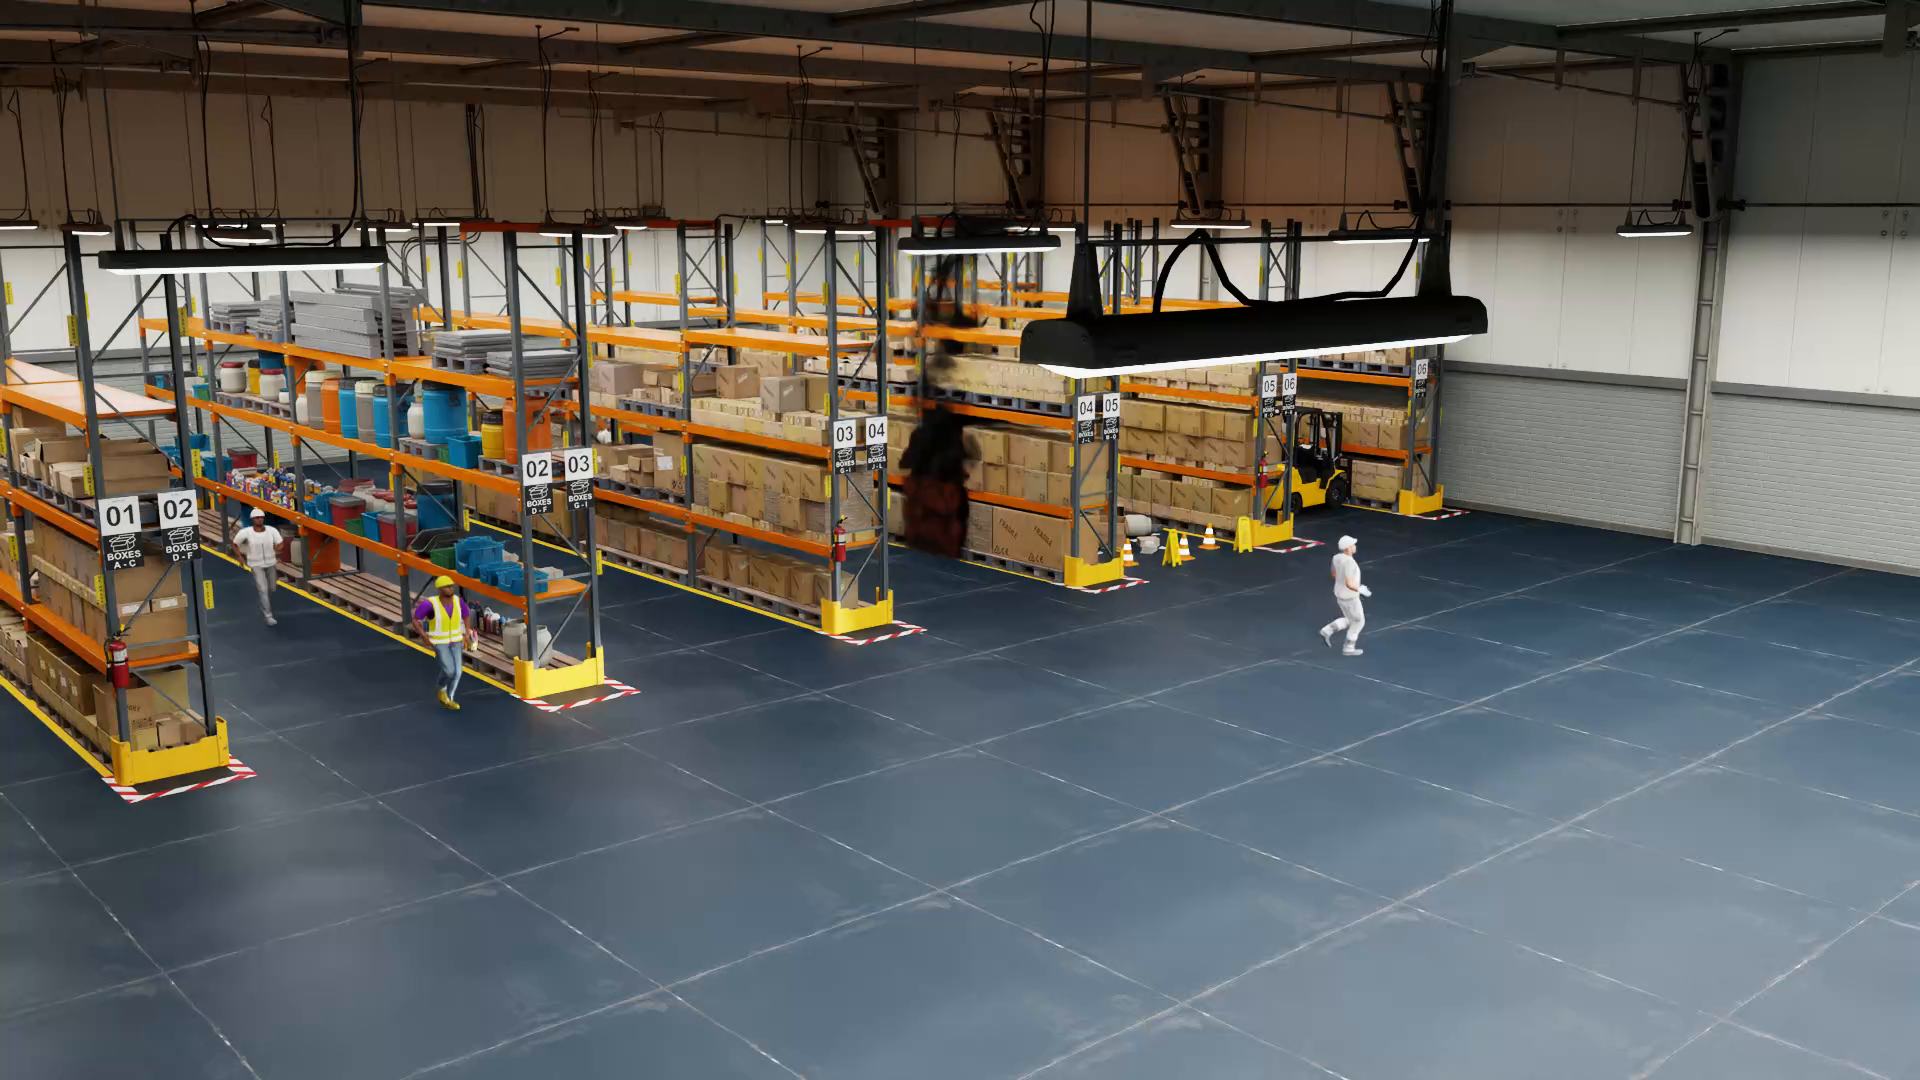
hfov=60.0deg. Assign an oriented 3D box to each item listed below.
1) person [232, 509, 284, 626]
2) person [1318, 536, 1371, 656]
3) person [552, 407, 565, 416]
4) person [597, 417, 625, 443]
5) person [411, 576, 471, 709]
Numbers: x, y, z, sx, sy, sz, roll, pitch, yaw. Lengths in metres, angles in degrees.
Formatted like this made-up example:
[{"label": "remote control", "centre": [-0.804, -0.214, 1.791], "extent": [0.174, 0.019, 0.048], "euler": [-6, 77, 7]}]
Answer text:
[{"label": "person", "centre": [-10.689, 0.383, 25.460], "extent": [0.710, 1.747, 0.968], "euler": [-10, 15, -41]}, {"label": "person", "centre": [5.438, 0.795, 23.535], "extent": [0.631, 1.738, 0.655], "euler": [-2, 12, -8]}, {"label": "person", "centre": [-9.553, -2.414, 39.619], "extent": [0.702, 1.714, 0.890], "euler": [3, 12, 15]}, {"label": "person", "centre": [-7.678, -1.849, 36.655], "extent": [0.660, 1.756, 0.569], "euler": [-7, 13, -31]}, {"label": "person", "centre": [-6.474, 1.306, 21.043], "extent": [0.728, 1.726, 0.525], "euler": [-10, 15, -41]}]
